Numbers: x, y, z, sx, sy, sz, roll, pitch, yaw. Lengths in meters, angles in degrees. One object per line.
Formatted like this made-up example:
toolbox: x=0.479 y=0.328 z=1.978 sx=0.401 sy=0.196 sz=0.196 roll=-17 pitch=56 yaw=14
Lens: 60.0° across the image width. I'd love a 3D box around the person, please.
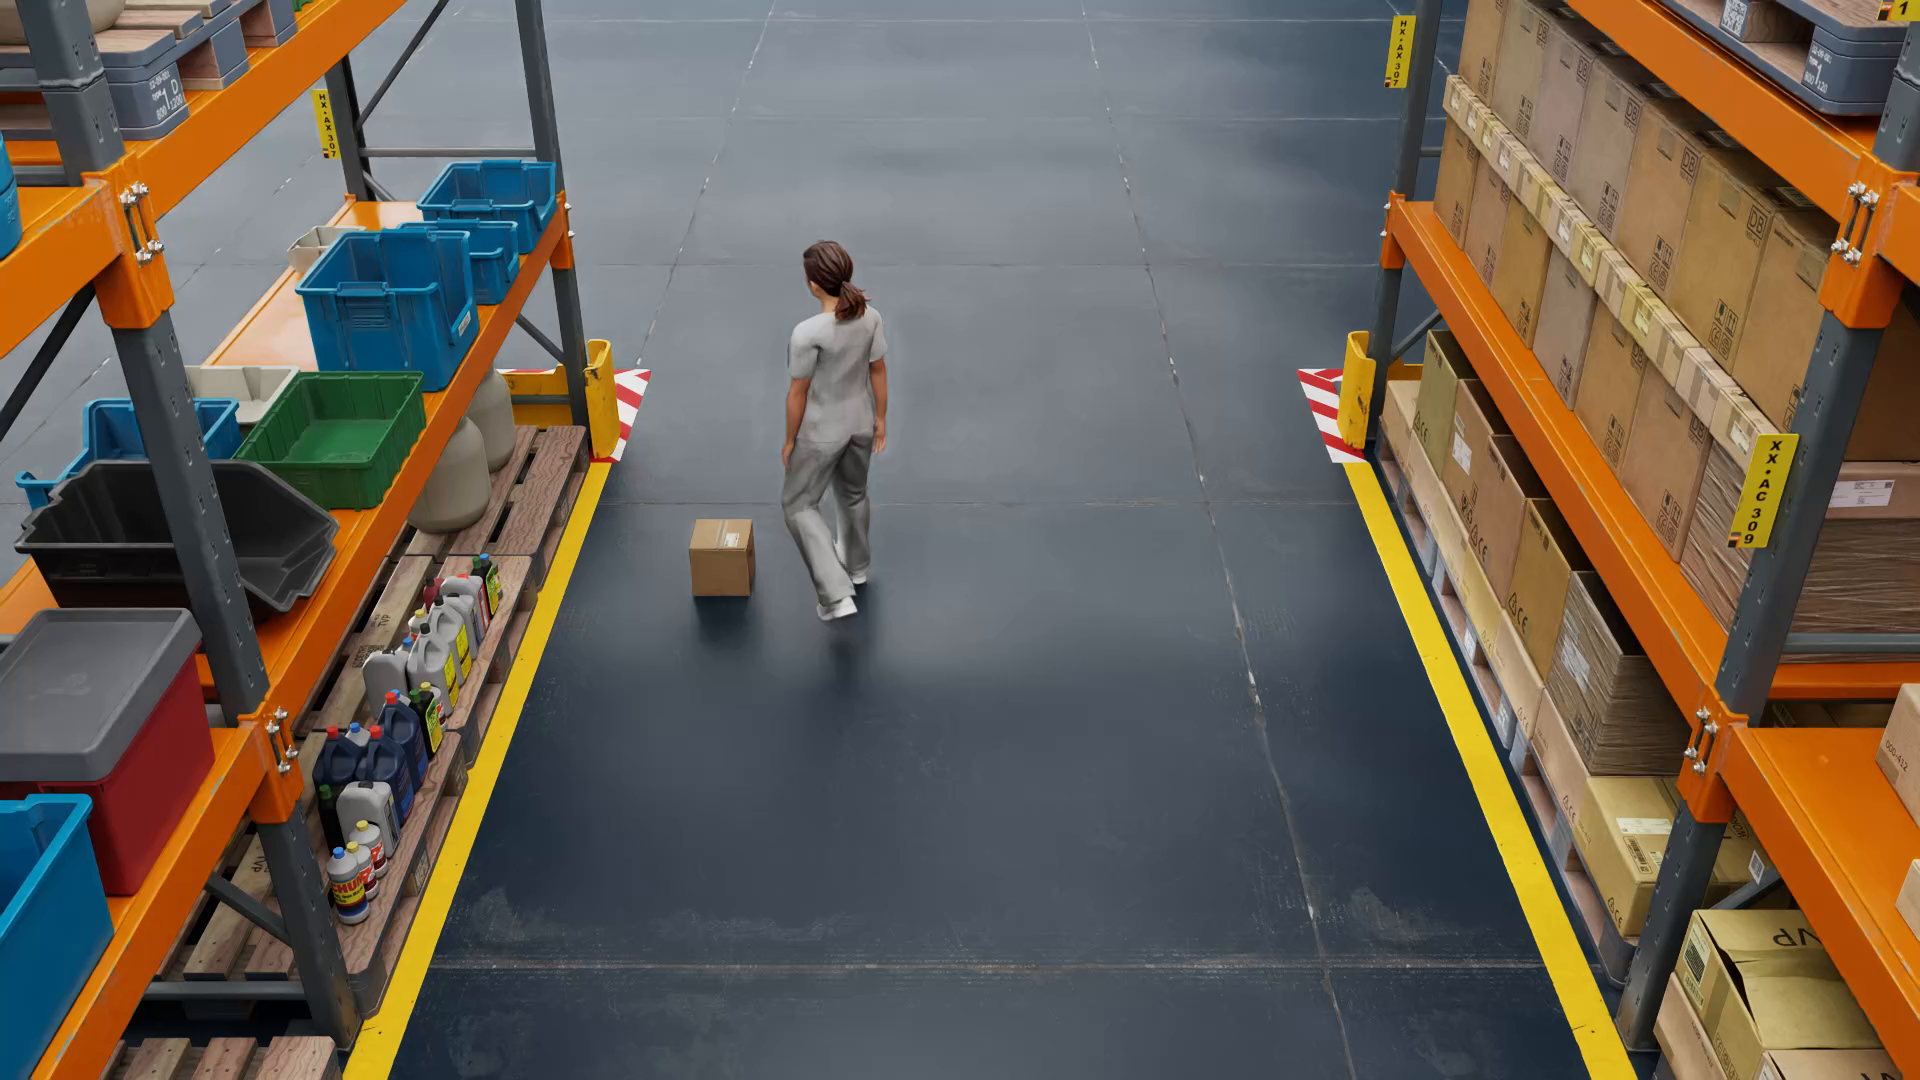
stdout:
person: x=-0.524 y=-0.449 z=6.857 sx=0.481 sy=1.663 sz=0.668 roll=-24 pitch=39 yaw=-33
